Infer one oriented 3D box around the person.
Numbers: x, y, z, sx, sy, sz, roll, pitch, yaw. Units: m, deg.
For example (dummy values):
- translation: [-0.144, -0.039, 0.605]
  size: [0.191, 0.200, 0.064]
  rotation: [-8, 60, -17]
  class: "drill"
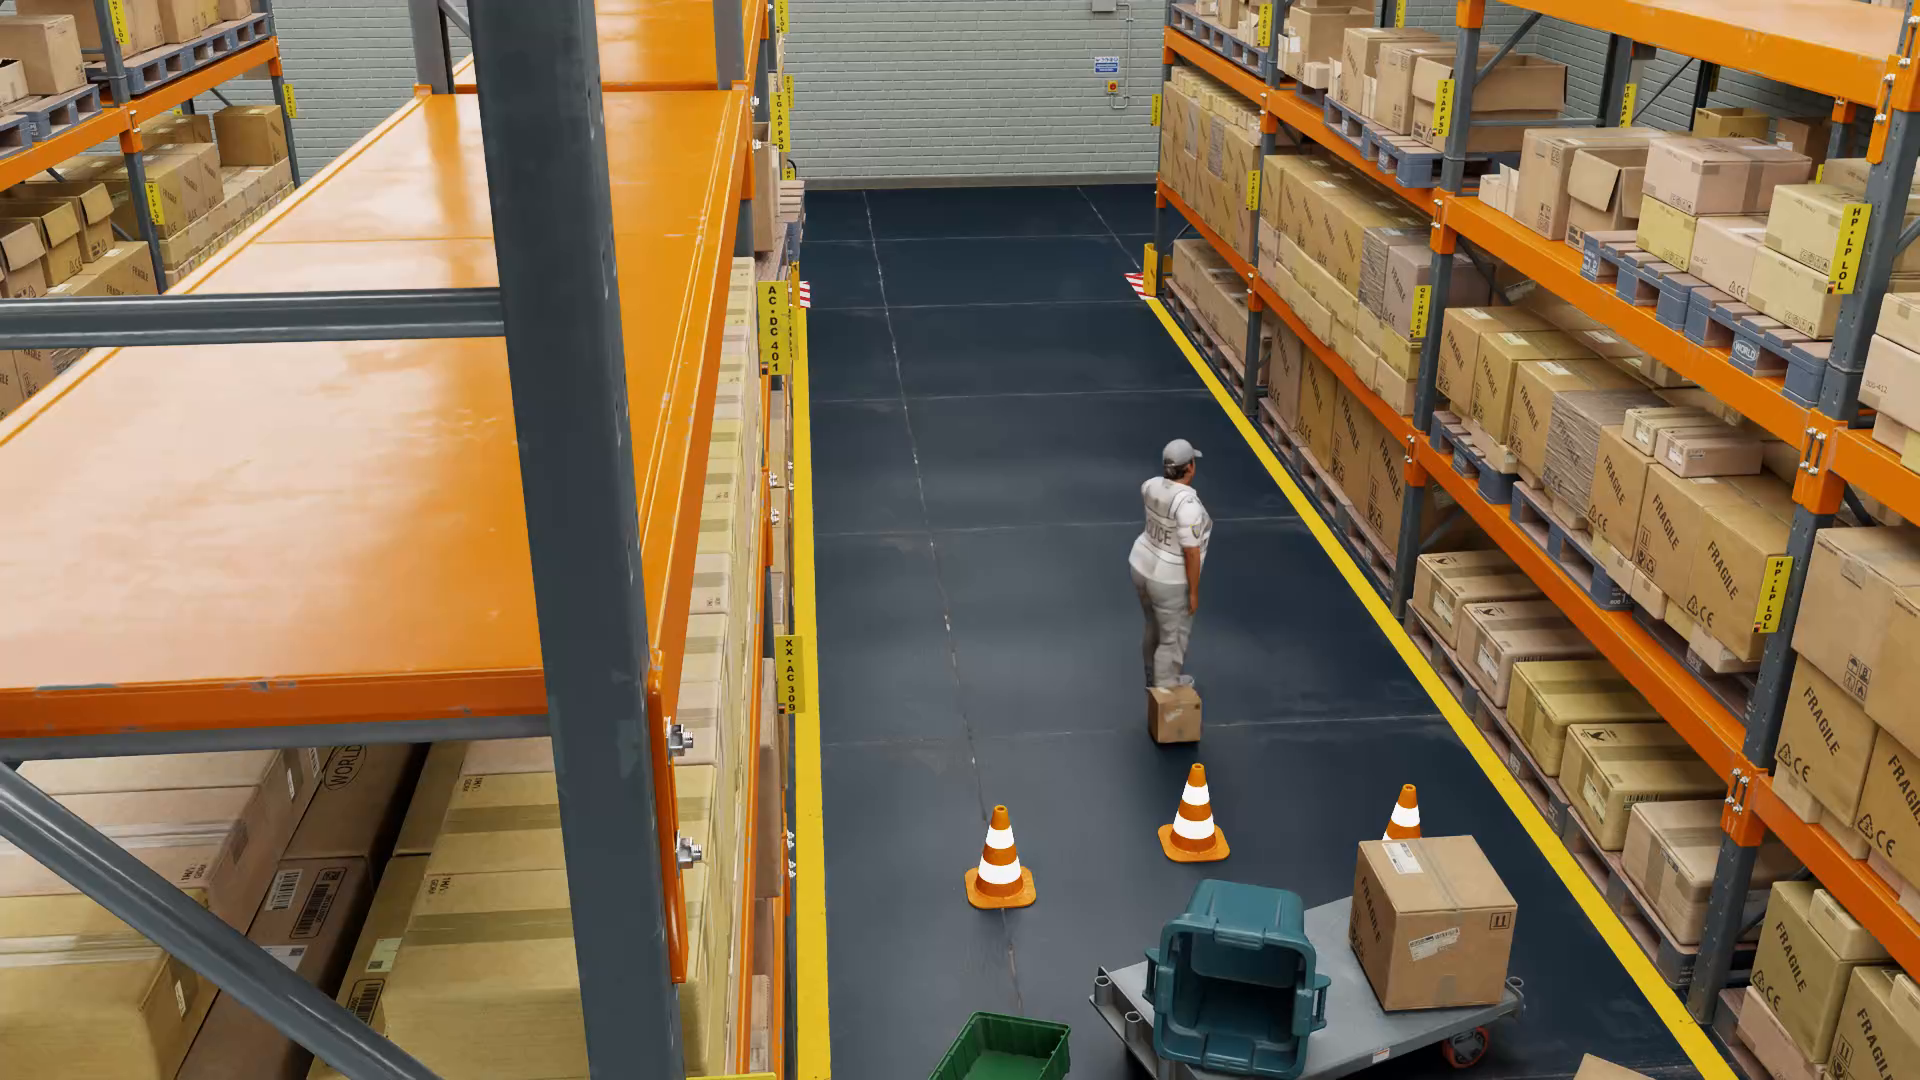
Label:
- translation: [1.244, 0.223, 9.540]
  size: [0.483, 1.674, 0.549]
  rotation: [-11, 26, -24]
  class: "person"
